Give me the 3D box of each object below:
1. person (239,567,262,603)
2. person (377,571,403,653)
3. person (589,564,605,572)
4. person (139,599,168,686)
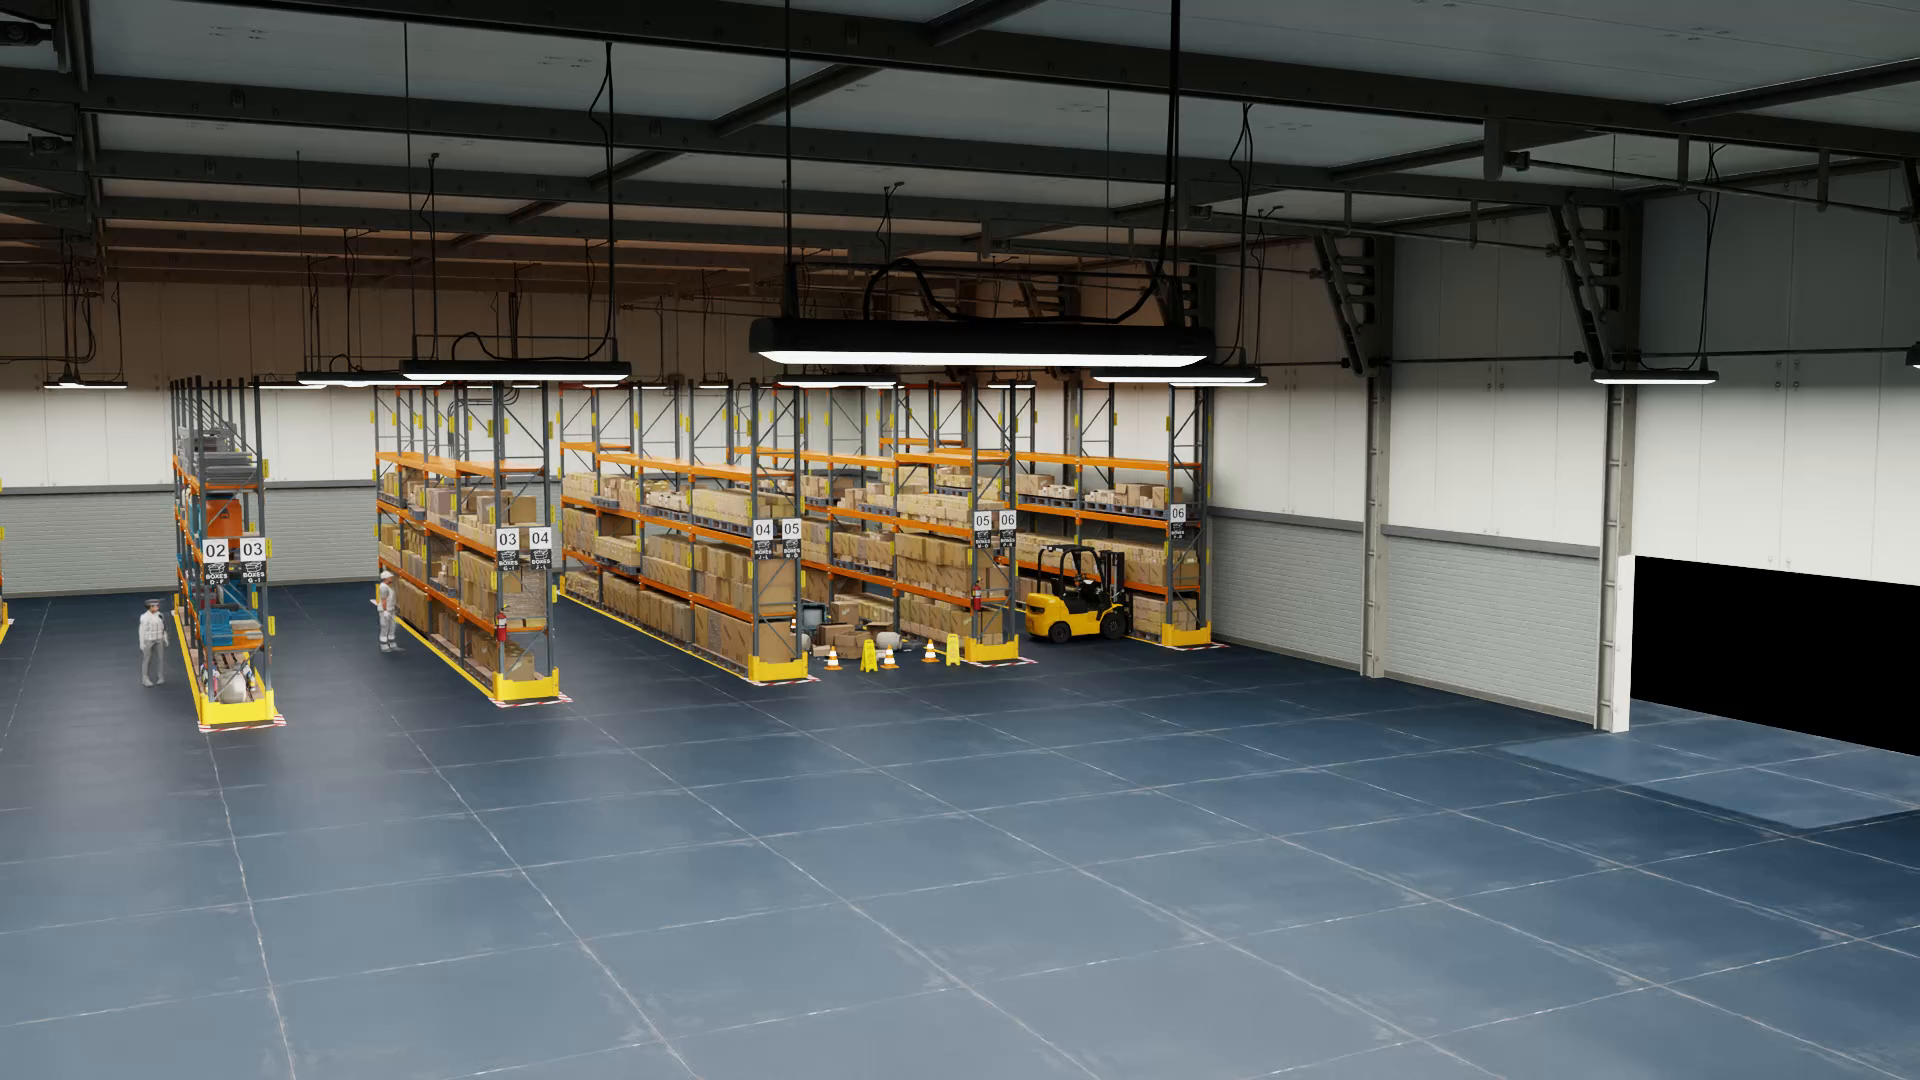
[{"bbox_3d":[-19.287,0.949,44.682,0.978,1.600,0.556,-3,6,-26],"label":"person"},{"bbox_3d":[-12.595,1.579,36.649,0.454,1.793,0.612,0,5,2],"label":"person"},{"bbox_3d":[-10.722,0.557,48.815,0.868,1.647,0.448,3,6,27],"label":"person"},{"bbox_3d":[-15.809,1.993,32.587,0.357,1.684,0.534,3,6,34],"label":"person"}]
